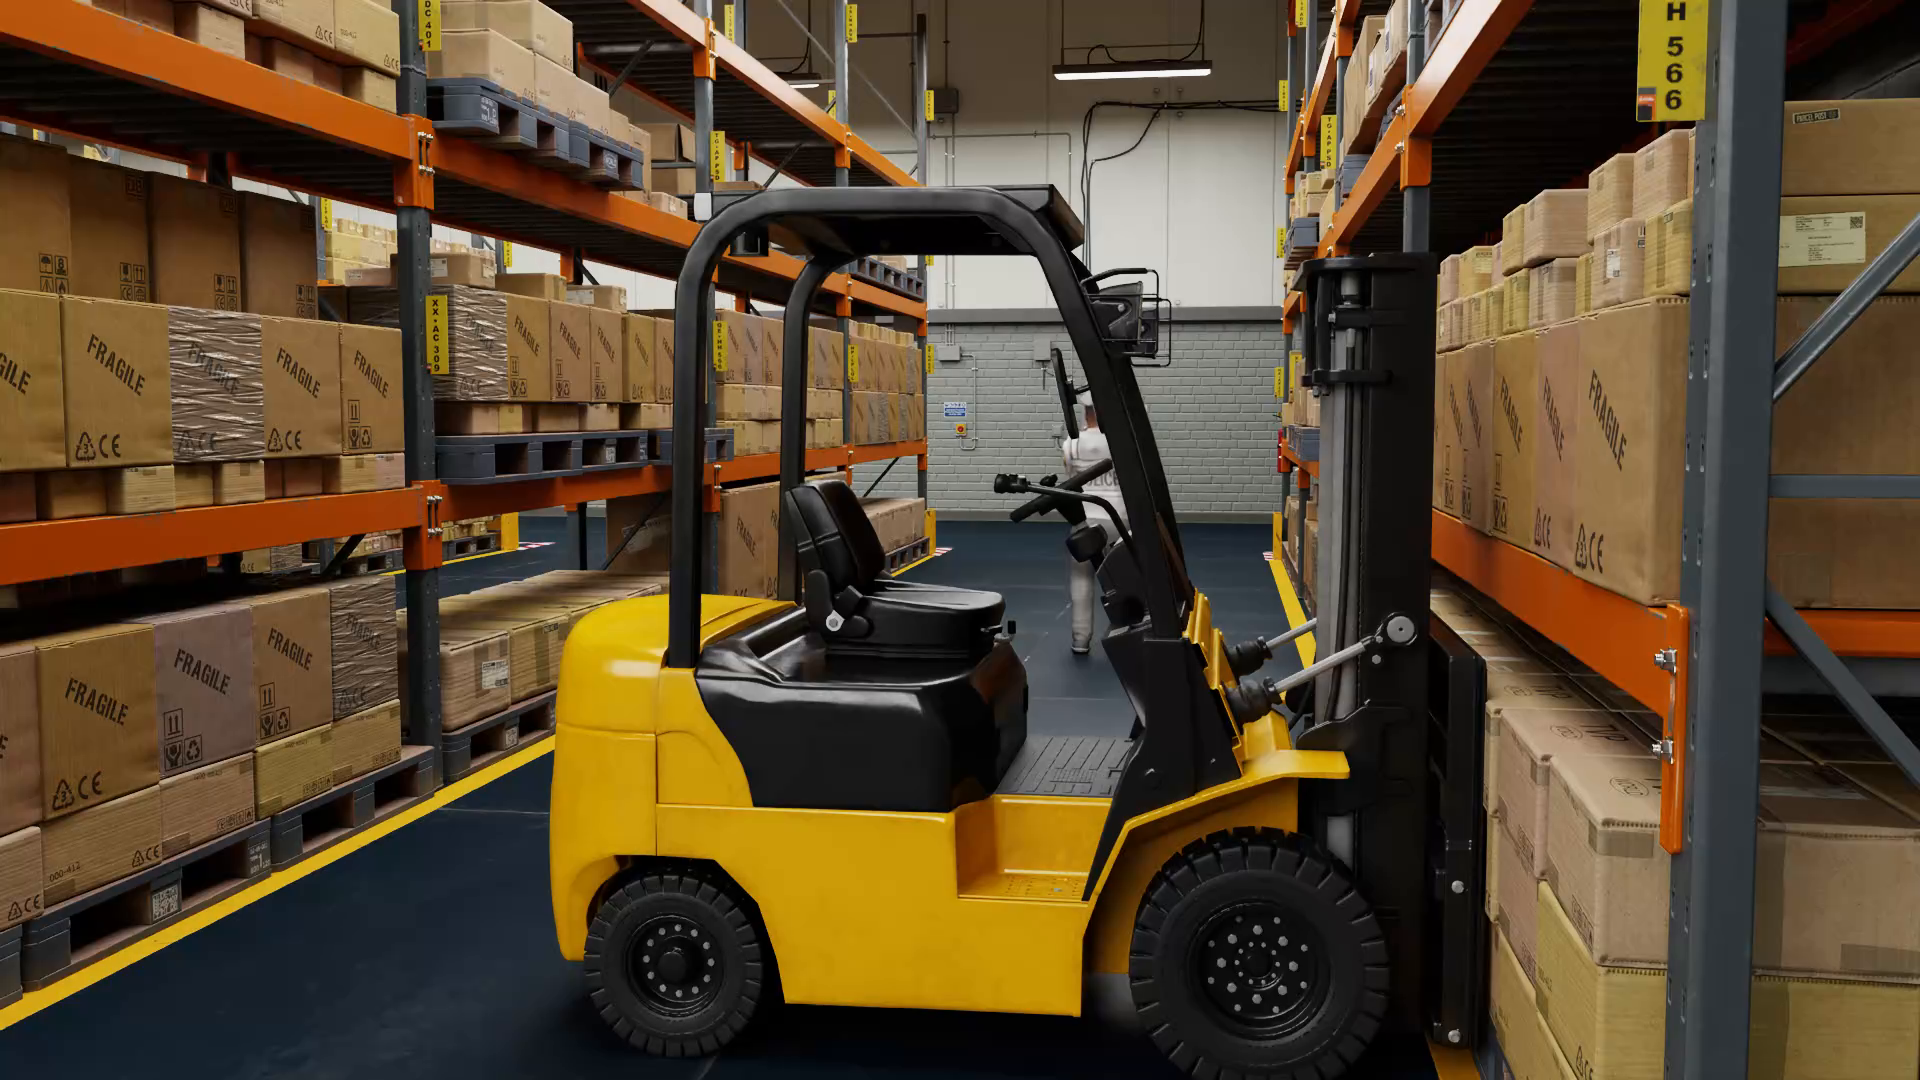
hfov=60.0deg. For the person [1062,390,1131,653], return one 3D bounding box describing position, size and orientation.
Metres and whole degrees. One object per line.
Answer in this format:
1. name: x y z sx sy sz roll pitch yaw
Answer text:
1. person: 0.946 -0.132 11.178 0.494 1.766 0.565 1 4 9
